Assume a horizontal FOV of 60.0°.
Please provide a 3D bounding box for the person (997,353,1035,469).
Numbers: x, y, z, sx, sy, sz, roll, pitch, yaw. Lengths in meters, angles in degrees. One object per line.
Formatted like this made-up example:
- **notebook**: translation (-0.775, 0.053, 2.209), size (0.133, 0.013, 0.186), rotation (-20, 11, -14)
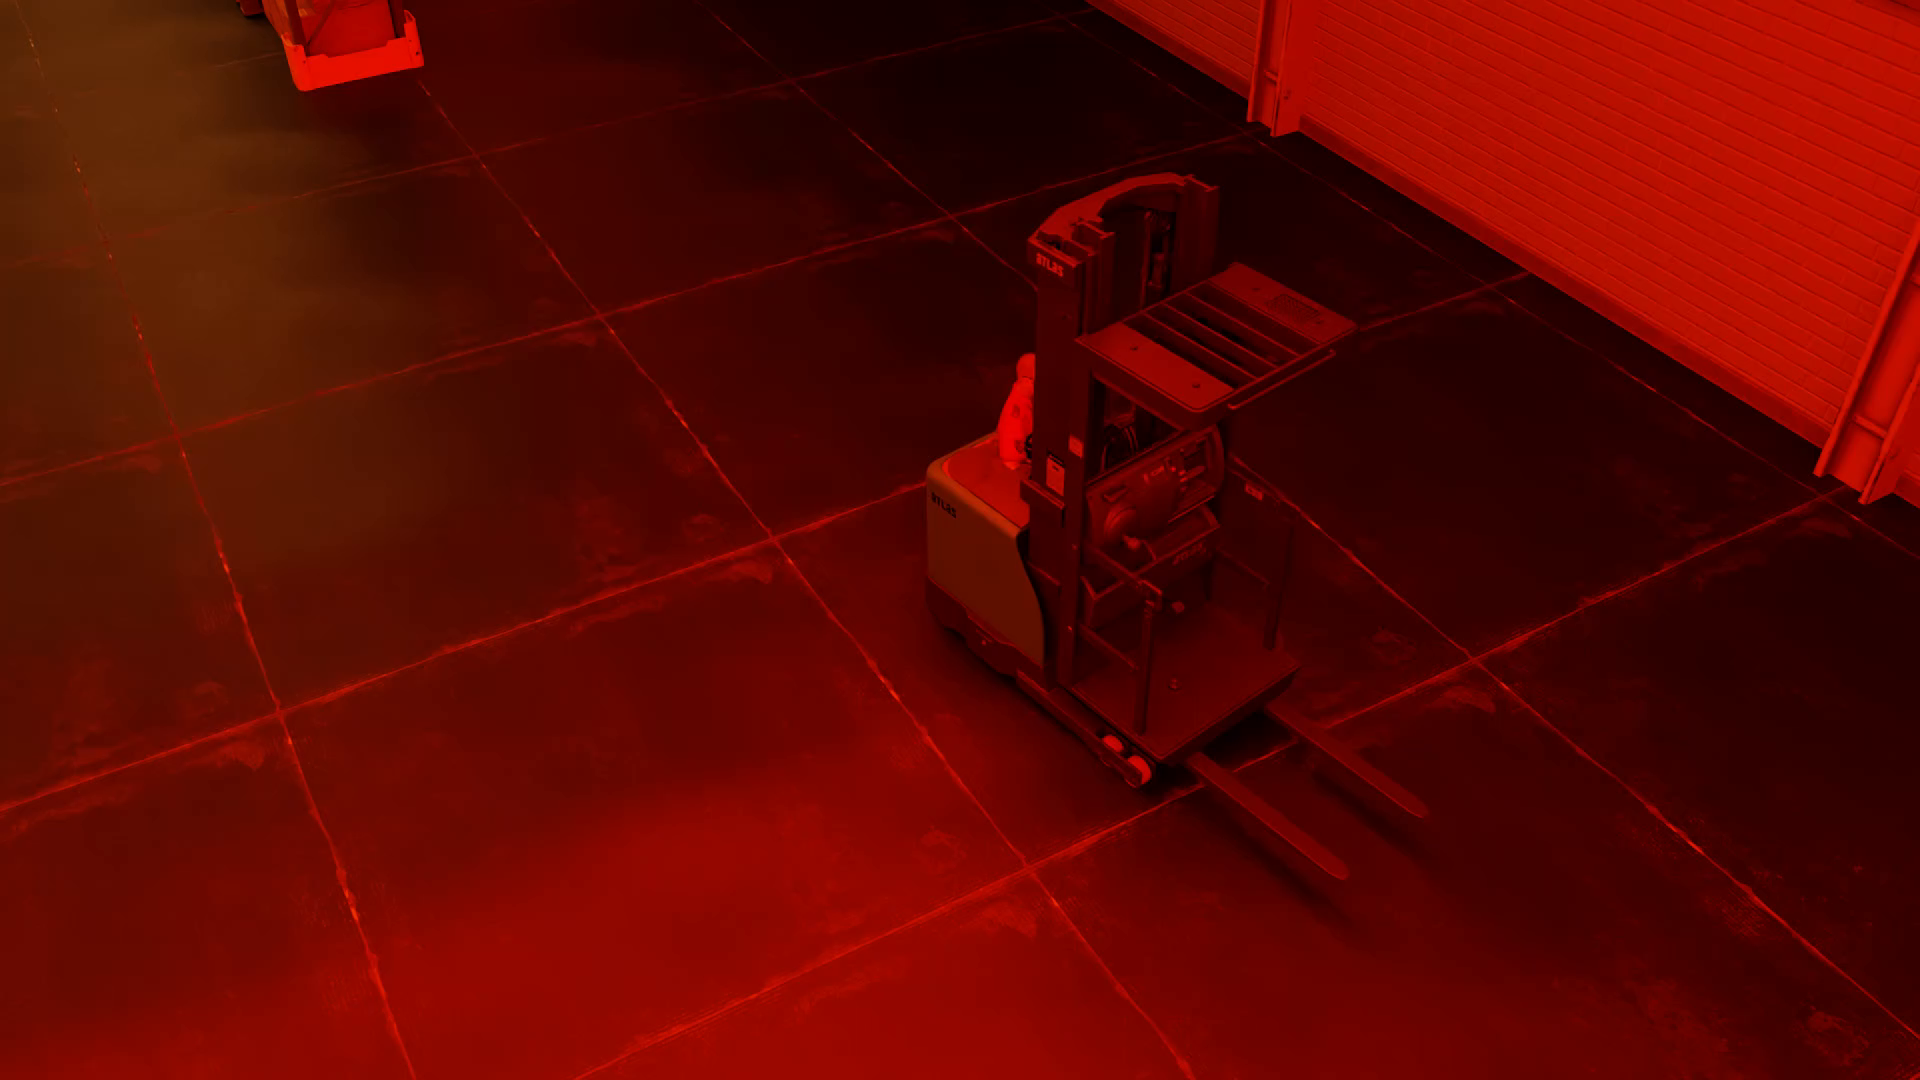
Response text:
- **person**: translation (0.546, -0.297, 9.494), size (0.650, 1.637, 0.859), rotation (16, 42, 18)

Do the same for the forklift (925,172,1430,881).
- **forklift**: translation (1.129, -0.193, 8.269), size (1.130, 2.935, 3.031), rotation (-28, 47, -30)
